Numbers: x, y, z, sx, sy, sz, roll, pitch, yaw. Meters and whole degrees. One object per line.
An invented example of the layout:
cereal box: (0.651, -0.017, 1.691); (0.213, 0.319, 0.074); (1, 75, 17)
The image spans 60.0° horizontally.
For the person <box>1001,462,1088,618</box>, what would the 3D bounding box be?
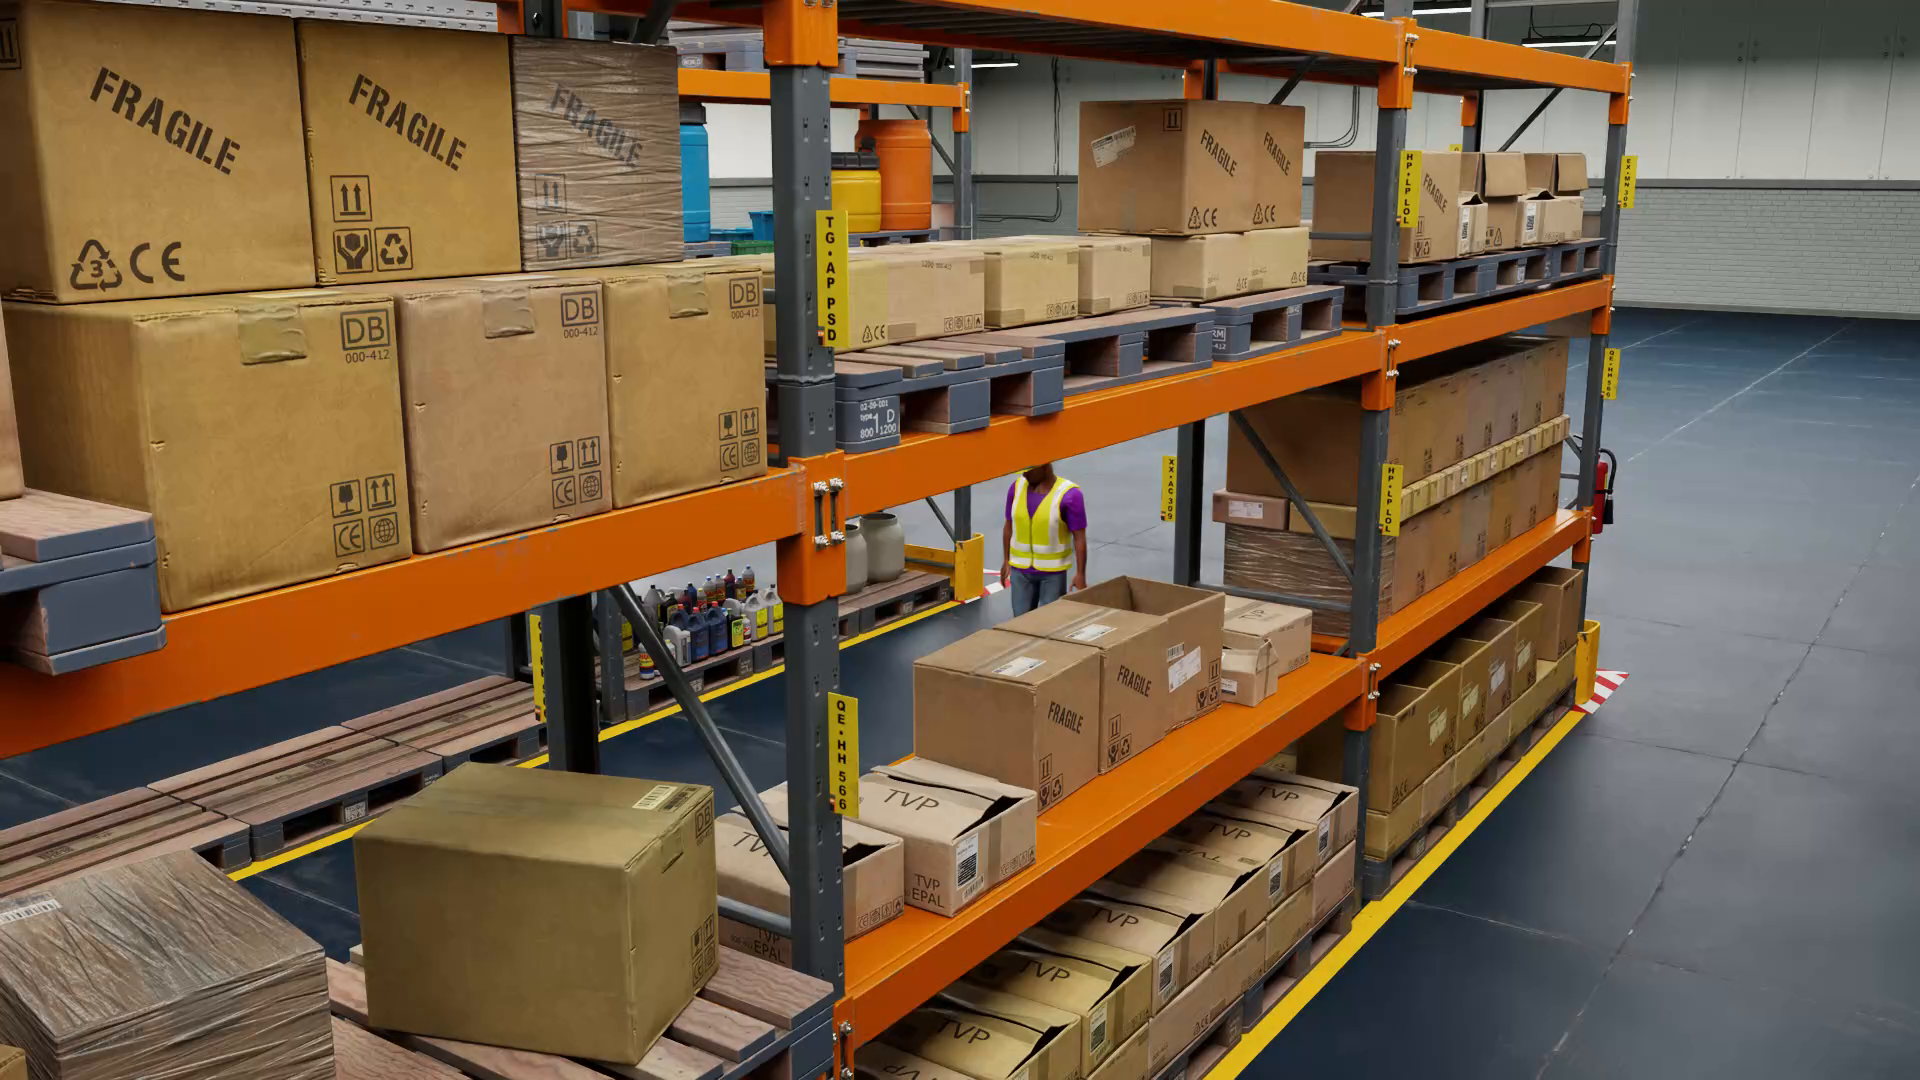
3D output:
person: (0.547, 0.206, 10.968); (0.654, 1.777, 0.372); (6, 14, 24)
